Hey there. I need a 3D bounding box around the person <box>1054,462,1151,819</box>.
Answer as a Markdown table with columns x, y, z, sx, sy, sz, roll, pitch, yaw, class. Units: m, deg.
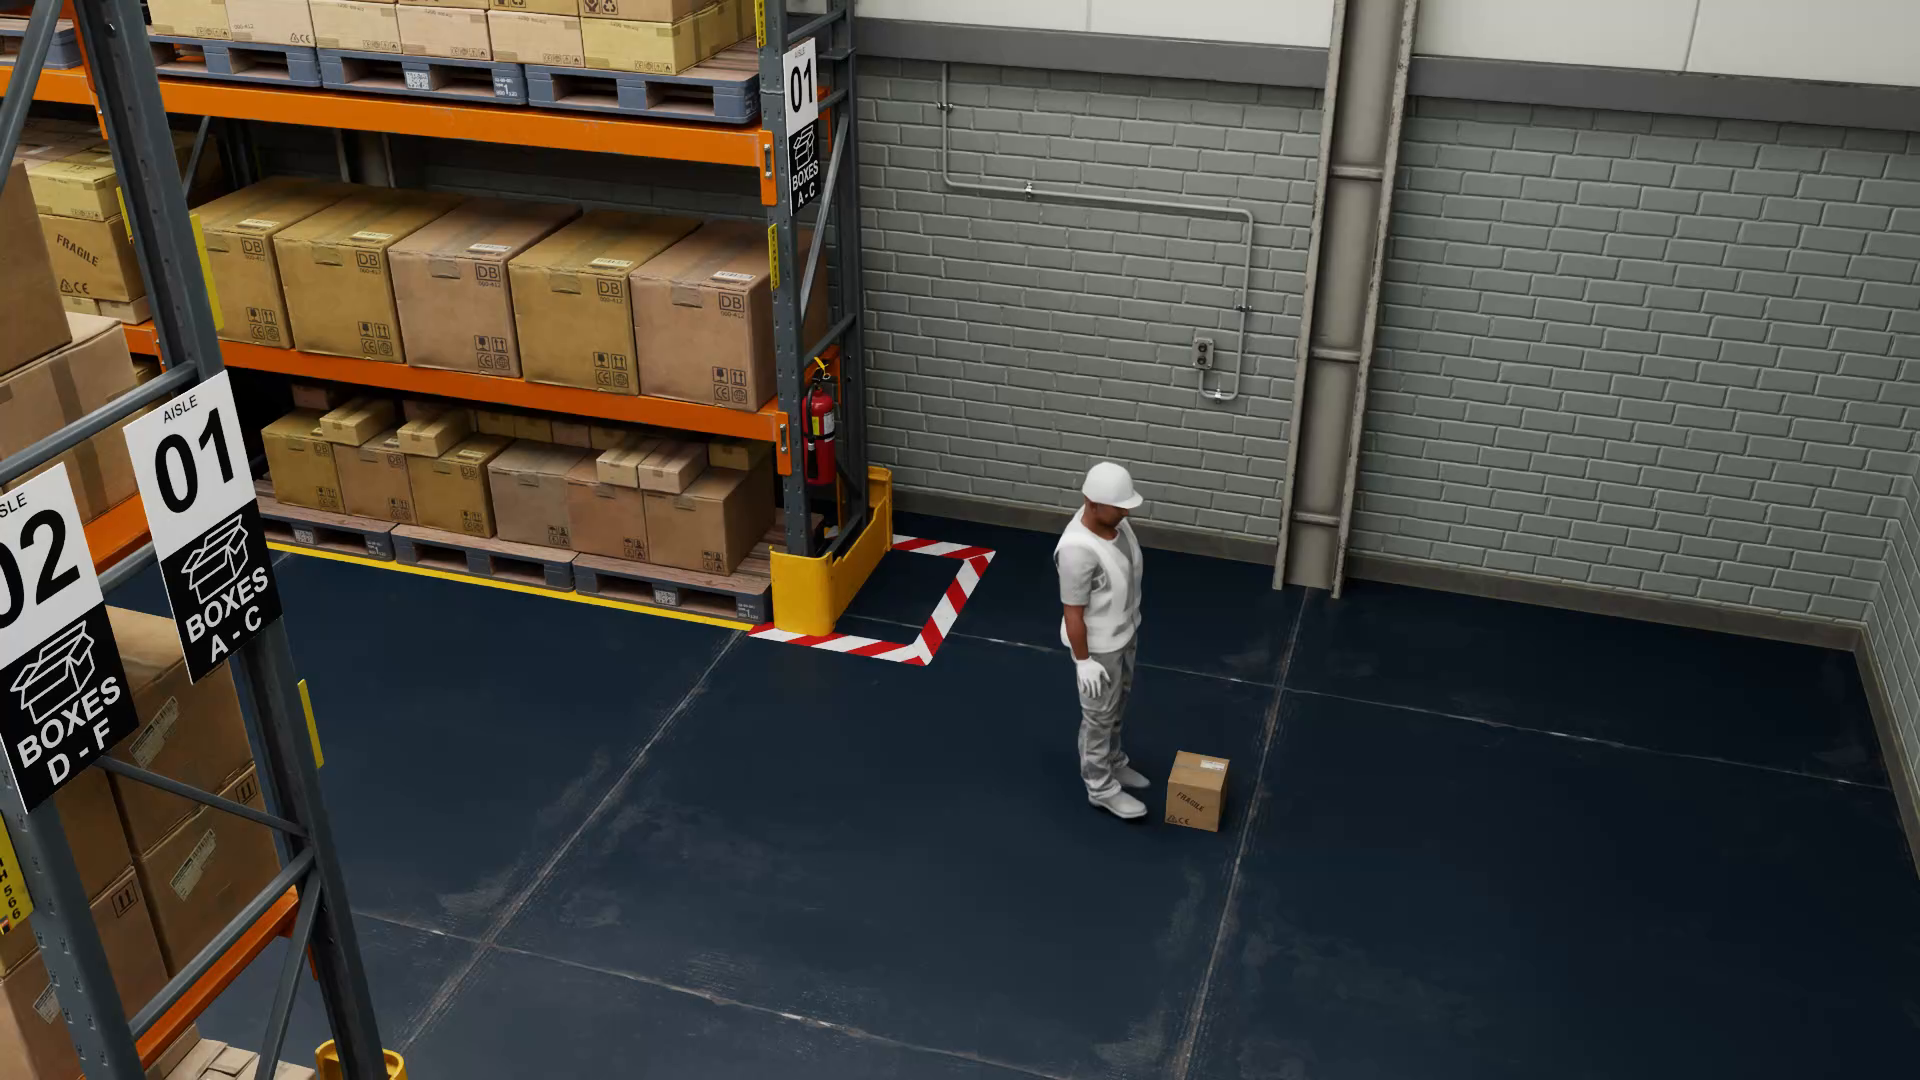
| x | y | z | sx | sy | sz | roll | pitch | yaw | class |
| --- | --- | --- | --- | --- | --- | --- | --- | --- | --- |
| 0.703 | 0.476 | 7.644 | 0.485 | 1.834 | 0.590 | 12 | 31 | 21 | person |
